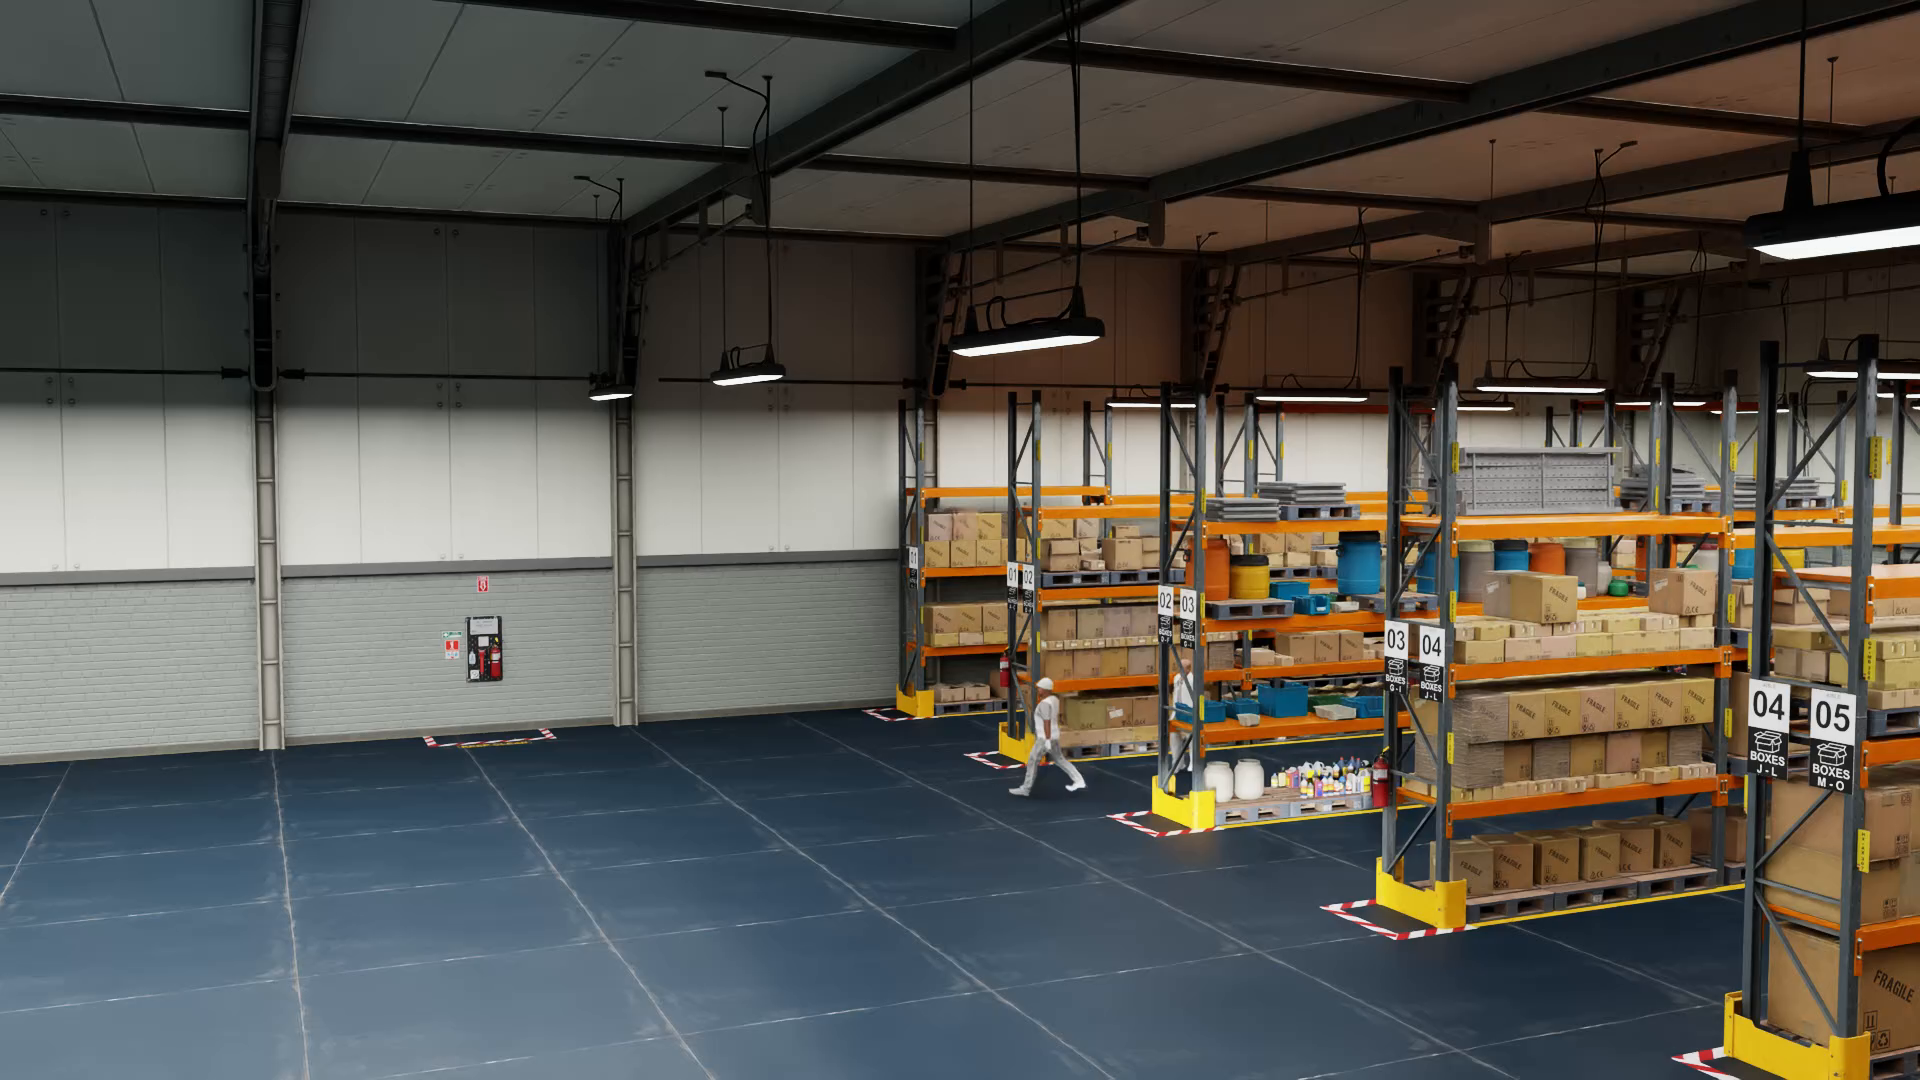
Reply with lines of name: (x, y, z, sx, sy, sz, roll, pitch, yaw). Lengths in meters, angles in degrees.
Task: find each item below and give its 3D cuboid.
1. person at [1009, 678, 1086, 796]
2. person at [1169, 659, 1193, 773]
person: (1.279, 2.865, 24.262, 1.121, 1.732, 0.640, 0, 3, 5)
person: (3.547, 2.782, 26.027, 0.585, 1.832, 0.639, -3, 4, -39)
